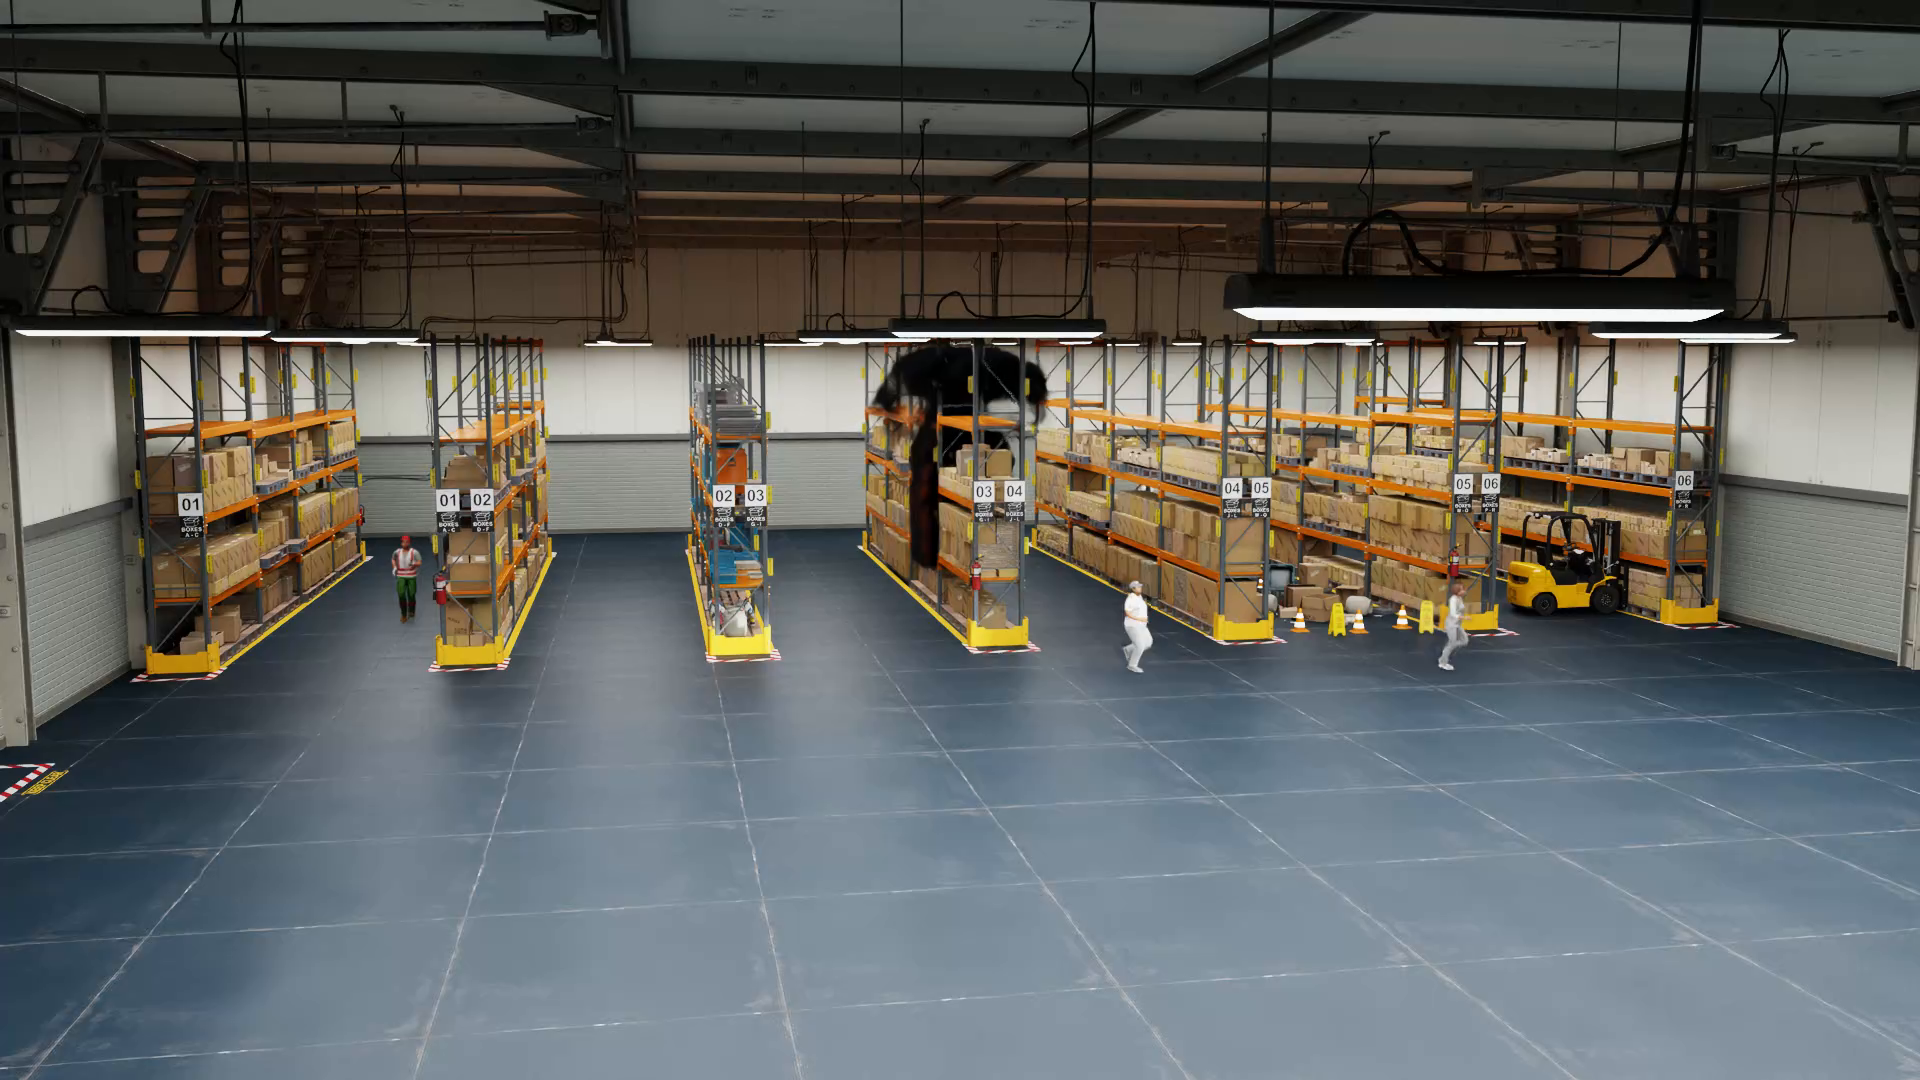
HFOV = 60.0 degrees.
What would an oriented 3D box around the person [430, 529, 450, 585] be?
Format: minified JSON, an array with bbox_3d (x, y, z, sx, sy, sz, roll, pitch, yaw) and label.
[{"bbox_3d":[-12.396,0.316,40.007,0.677,1.696,0.905,-2,7,-14],"label":"person"}]

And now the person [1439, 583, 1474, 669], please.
[{"bbox_3d":[8.876,1.545,29.717,0.602,1.563,0.514,5,8,39],"label":"person"}]

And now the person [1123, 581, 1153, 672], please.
[{"bbox_3d":[3.138,1.535,29.630,0.513,1.631,0.631,3,7,25],"label":"person"}]

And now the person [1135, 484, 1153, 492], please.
[{"bbox_3d":[5.574,-1.041,51.212,1.040,1.773,0.710,-4,8,-31],"label":"person"}]

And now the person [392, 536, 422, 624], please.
[{"bbox_3d":[-11.653,0.824,35.031,0.630,1.843,0.736,-1,7,-13],"label":"person"}]
